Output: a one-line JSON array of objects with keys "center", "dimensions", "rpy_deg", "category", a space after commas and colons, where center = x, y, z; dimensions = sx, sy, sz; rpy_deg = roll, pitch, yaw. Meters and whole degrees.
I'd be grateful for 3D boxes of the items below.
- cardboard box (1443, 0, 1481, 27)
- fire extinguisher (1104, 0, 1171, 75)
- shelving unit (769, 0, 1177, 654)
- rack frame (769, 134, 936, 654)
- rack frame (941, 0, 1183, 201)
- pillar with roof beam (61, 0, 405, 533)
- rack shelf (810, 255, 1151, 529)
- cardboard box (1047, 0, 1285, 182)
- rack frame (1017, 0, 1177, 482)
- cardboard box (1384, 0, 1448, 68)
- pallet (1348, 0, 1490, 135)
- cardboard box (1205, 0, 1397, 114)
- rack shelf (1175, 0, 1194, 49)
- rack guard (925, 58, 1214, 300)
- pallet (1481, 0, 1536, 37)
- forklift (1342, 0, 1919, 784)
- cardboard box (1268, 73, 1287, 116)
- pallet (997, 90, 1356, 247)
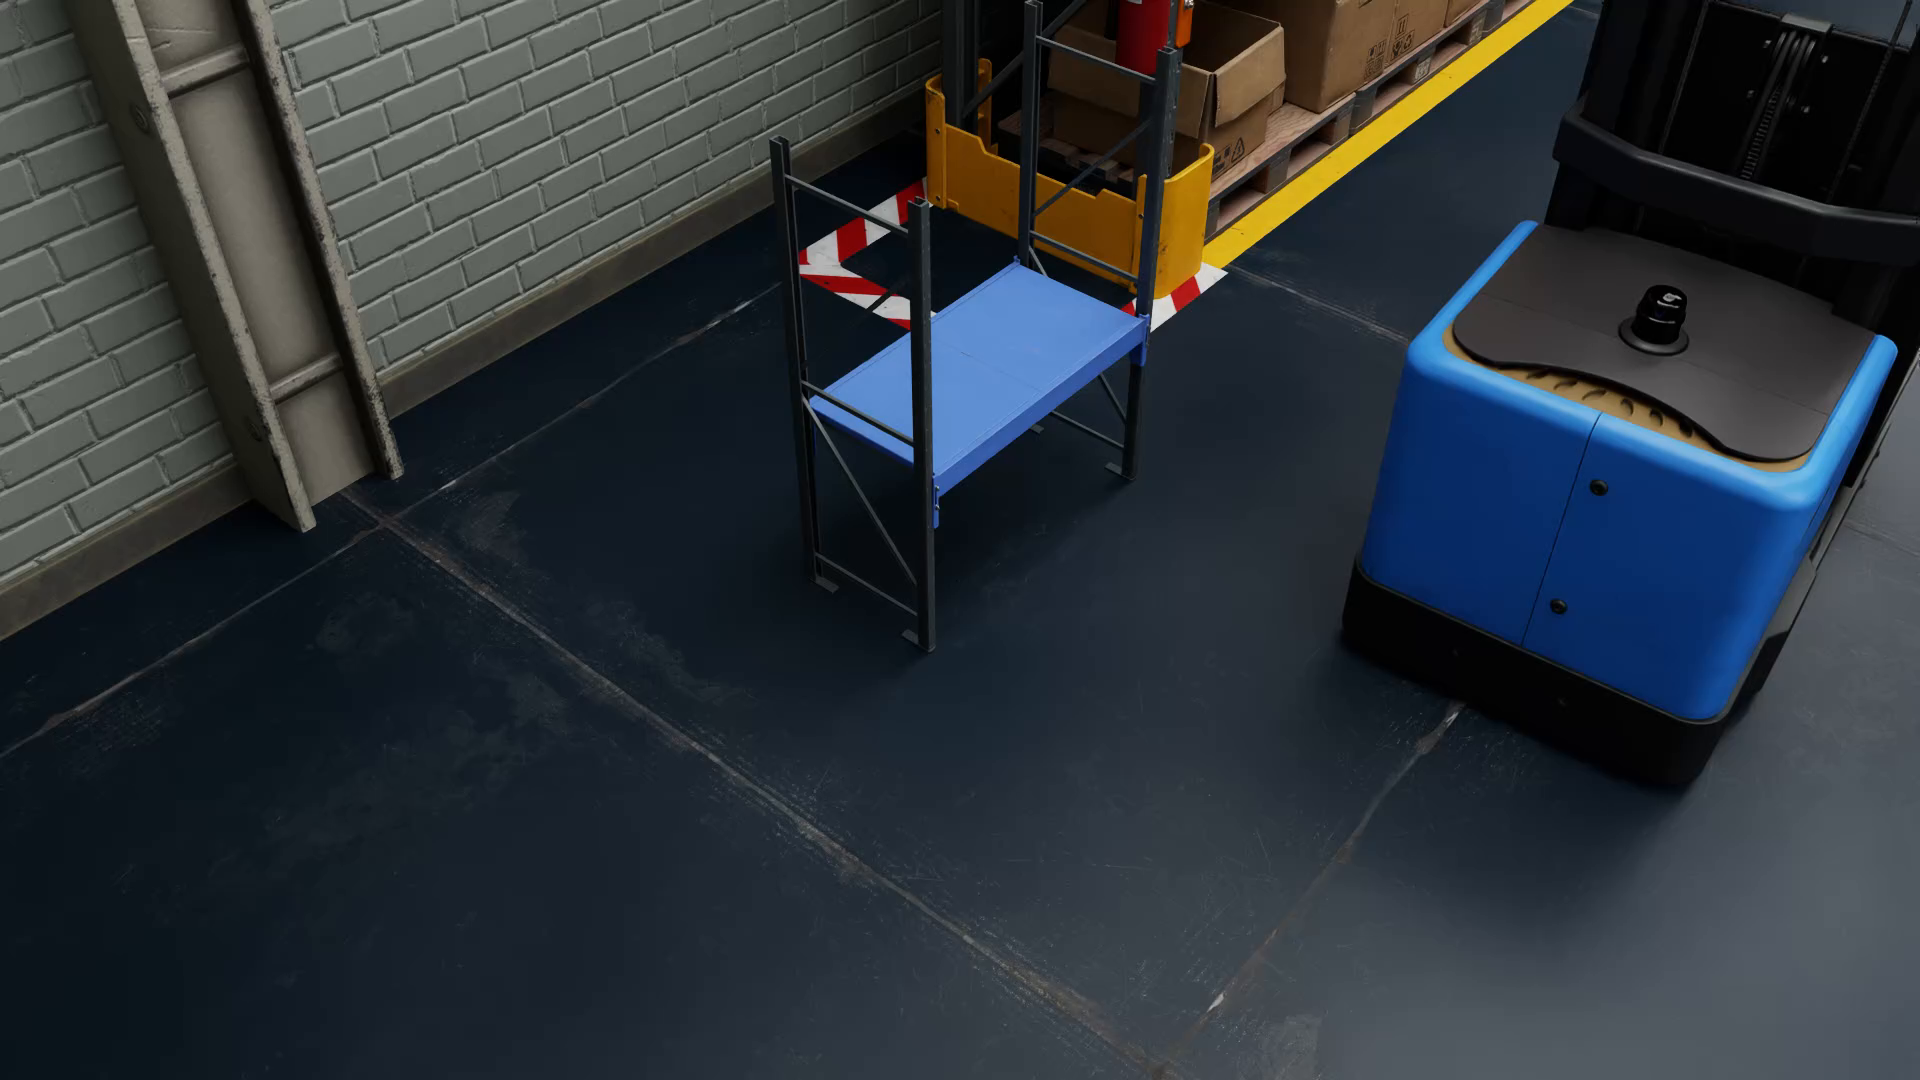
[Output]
[{"center": [2.063, -2.759, 7.600], "dimensions": [0.700, 0.500, 0.500], "rpy_deg": [28, 49, 27], "category": "cardboard box"}, {"center": [0.607, -1.854, 5.394], "dimensions": [0.296, 0.674, 0.183], "rpy_deg": [29, 50, 28], "category": "fire extinguisher"}, {"center": [0.055, -0.599, 4.794], "dimensions": [0.538, 1.500, 1.048], "rpy_deg": [29, 50, 28], "category": "shelving unit"}, {"center": [-0.272, -0.337, 4.506], "dimensions": [0.500, 1.500, 0.032], "rpy_deg": [29, 50, 28], "category": "rack frame"}, {"center": [0.348, -2.296, 5.546], "dimensions": [1.000, 3.000, 0.127], "rpy_deg": [29, 50, 28], "category": "rack frame"}, {"center": [1.218, -1.654, 0.380], "dimensions": [9.100, 9.000, 0.400], "rpy_deg": [29, 50, 28], "category": "pillar with roof beam"}, {"center": [0.055, -0.466, 4.915], "dimensions": [0.538, 0.185, 1.000], "rpy_deg": [29, 50, 28], "category": "rack shelf"}, {"center": [0.815, -1.802, 6.546], "dimensions": [0.797, 0.503, 0.637], "rpy_deg": [28, 49, 27], "category": "cardboard box"}, {"center": [0.382, -0.861, 5.082], "dimensions": [0.500, 1.500, 0.032], "rpy_deg": [29, 50, 28], "category": "rack frame"}, {"center": [1.811, -2.453, 7.264], "dimensions": [0.500, 0.500, 0.500], "rpy_deg": [30, 50, 29], "category": "cardboard box"}, {"center": [1.695, -2.340, 7.667], "dimensions": [1.003, 0.211, 1.213], "rpy_deg": [29, 50, 28], "category": "pallet"}, {"center": [1.394, -2.224, 7.012], "dimensions": [0.700, 0.500, 0.500], "rpy_deg": [32, 51, 30], "category": "cardboard box"}, {"center": [1.635, -3.060, 6.920], "dimensions": [1.077, 0.370, 4.000], "rpy_deg": [29, 50, 28], "category": "rack shelf"}, {"center": [0.397, -1.411, 6.430], "dimensions": [1.175, 0.500, 0.348], "rpy_deg": [29, 50, 28], "category": "rack guard"}, {"center": [2.480, -2.971, 8.361], "dimensions": [1.003, 0.211, 1.213], "rpy_deg": [29, 50, 28], "category": "pallet"}, {"center": [2.396, -1.383, 4.593], "dimensions": [1.130, 2.935, 3.031], "rpy_deg": [26, 48, 26], "category": "forklift"}, {"center": [1.118, -1.873, 6.887], "dimensions": [0.380, 0.149, 0.250], "rpy_deg": [28, 49, 27], "category": "cardboard box"}, {"center": [0.910, -1.715, 6.979], "dimensions": [1.003, 0.211, 1.213], "rpy_deg": [29, 50, 28], "category": "pallet"}]
